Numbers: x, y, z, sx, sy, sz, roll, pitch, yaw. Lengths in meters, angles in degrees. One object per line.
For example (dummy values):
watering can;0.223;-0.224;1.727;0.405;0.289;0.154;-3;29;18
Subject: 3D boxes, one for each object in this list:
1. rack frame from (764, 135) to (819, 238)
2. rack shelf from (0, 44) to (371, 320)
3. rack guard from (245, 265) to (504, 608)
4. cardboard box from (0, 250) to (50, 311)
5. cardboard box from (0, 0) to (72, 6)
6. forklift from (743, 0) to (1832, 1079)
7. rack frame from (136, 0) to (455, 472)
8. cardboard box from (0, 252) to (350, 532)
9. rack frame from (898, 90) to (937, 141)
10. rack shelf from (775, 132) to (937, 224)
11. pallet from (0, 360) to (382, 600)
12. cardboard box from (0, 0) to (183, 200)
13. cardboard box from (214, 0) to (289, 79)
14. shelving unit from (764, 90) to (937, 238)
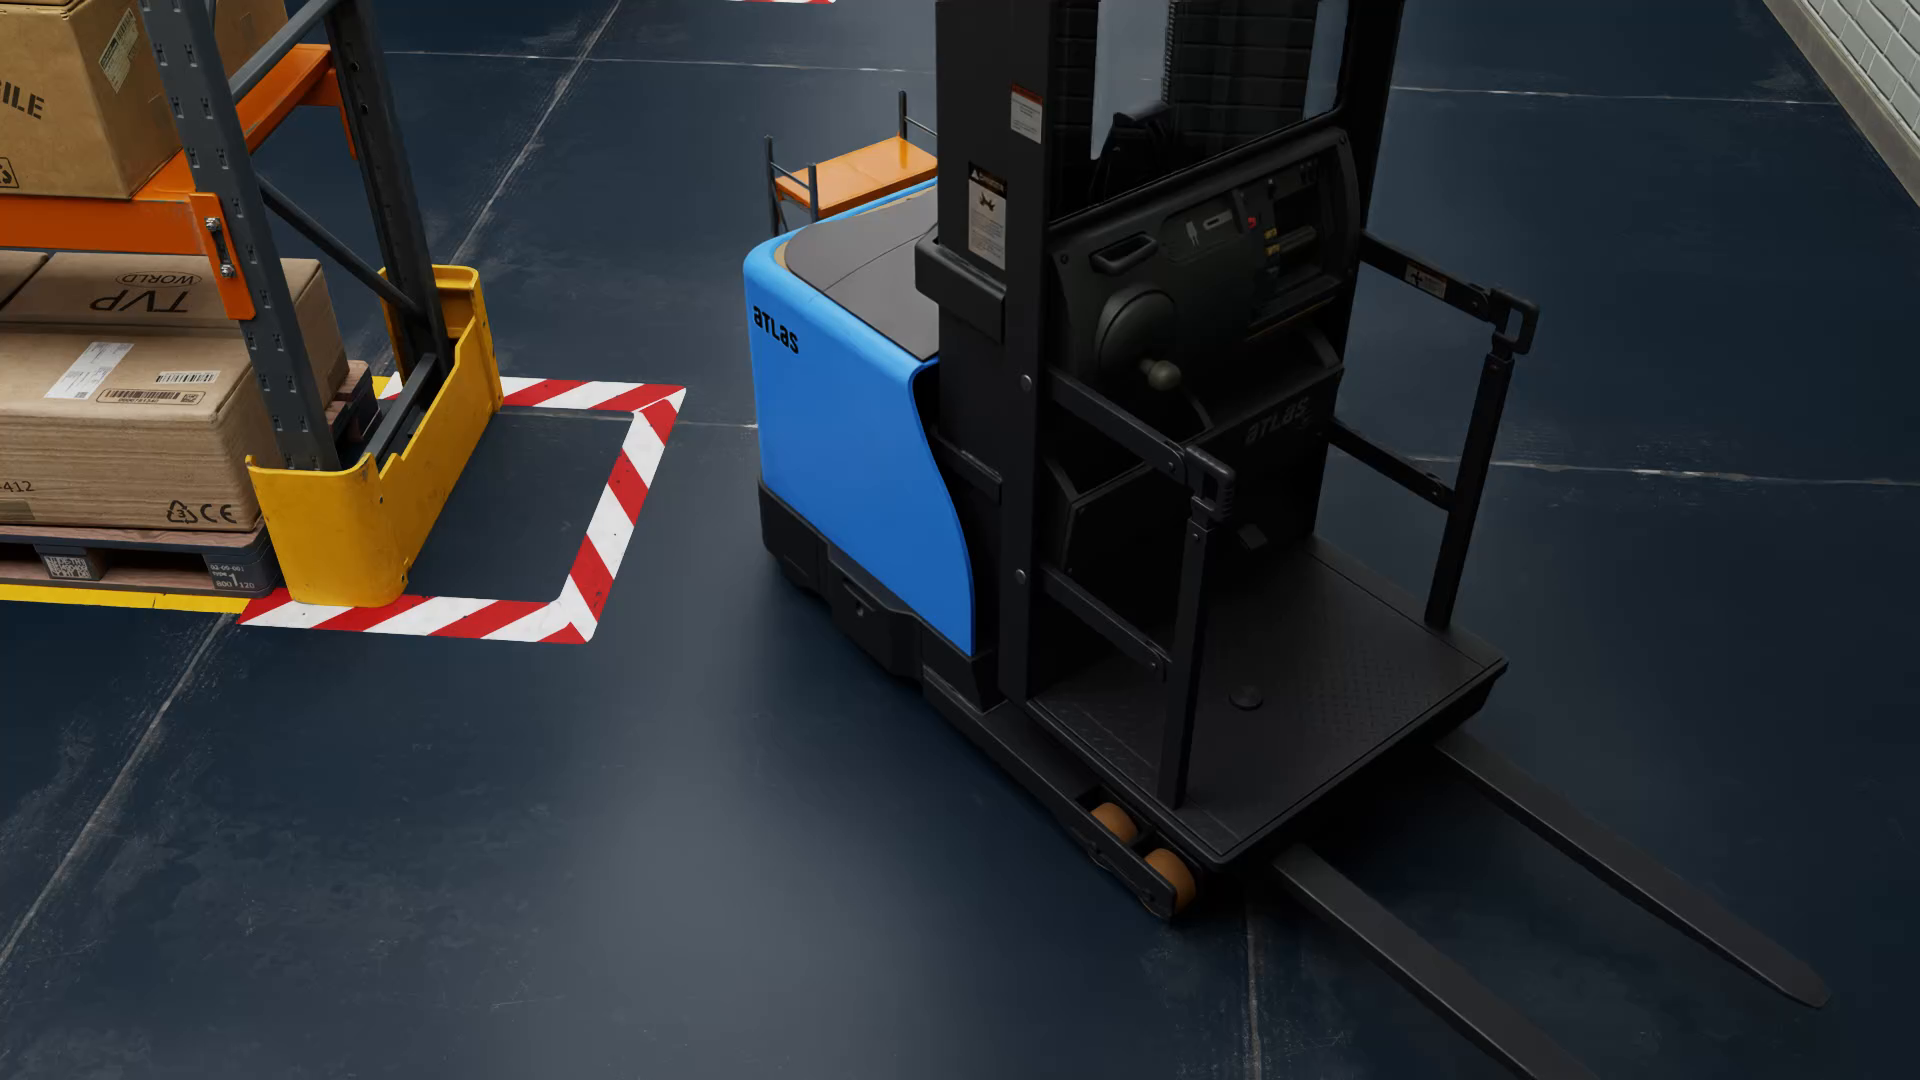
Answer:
rack frame;-0.482;-0.637;5.082;0.015;1.200;0.240;-27;46;-29
rack shelf;-3.838;-1.164;4.873;4.000;0.370;1.077;3;39;4
rack guard;-1.822;-0.363;5.300;0.348;0.500;1.175;3;39;4
cardboard box;-3.424;-0.521;5.210;0.875;0.438;0.875;4;39;5
cardboard box;-2.346;-1.637;4.014;0.500;0.500;0.500;4;39;5
forklift;0.711;-0.568;3.626;1.130;2.935;3.031;-27;46;-29
rack frame;-1.846;-1.334;4.512;0.127;3.000;1.000;3;39;4
cardboard box;-2.512;-0.476;5.156;0.875;0.438;0.875;2;39;2
rack frame;-0.104;-0.832;5.322;0.015;1.200;0.240;-27;46;-29
rack shelf;-0.293;-1.039;4.954;0.480;0.148;0.258;-27;46;-29
pallet;-2.649;-0.247;5.386;1.213;0.211;1.003;3;39;4
cardboard box;-2.349;-1.232;4.309;0.500;0.500;0.500;3;39;4
cardboard box;-2.299;-1.579;4.735;0.500;0.500;0.500;3;39;3
shelving unit;-0.293;-0.735;5.202;0.503;1.200;0.258;-27;46;-29
